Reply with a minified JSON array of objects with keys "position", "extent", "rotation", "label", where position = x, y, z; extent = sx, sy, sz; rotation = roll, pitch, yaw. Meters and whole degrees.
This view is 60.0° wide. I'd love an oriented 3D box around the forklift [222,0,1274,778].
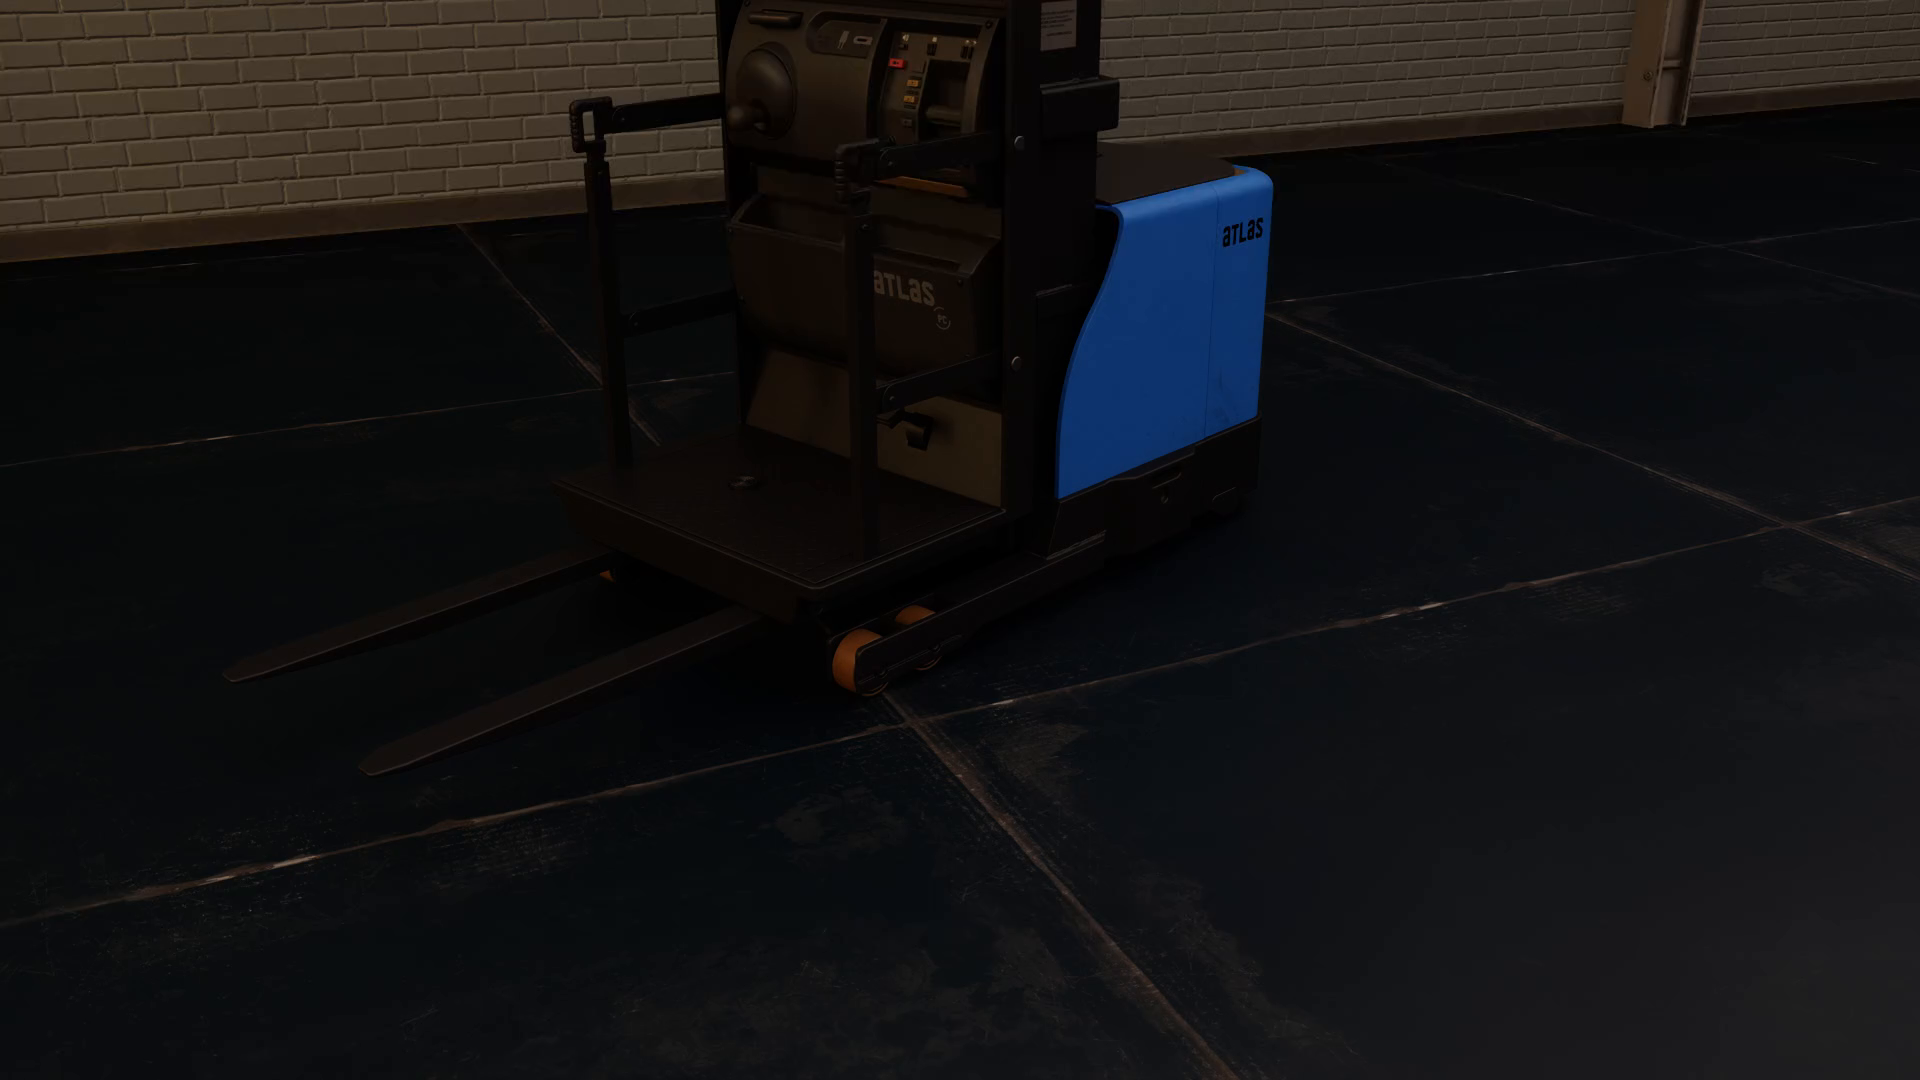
[{"position":[-0.413,-1.182,4.131],"extent":[1.130,2.935,3.031],"rotation":[19,29,39],"label":"forklift"}]
